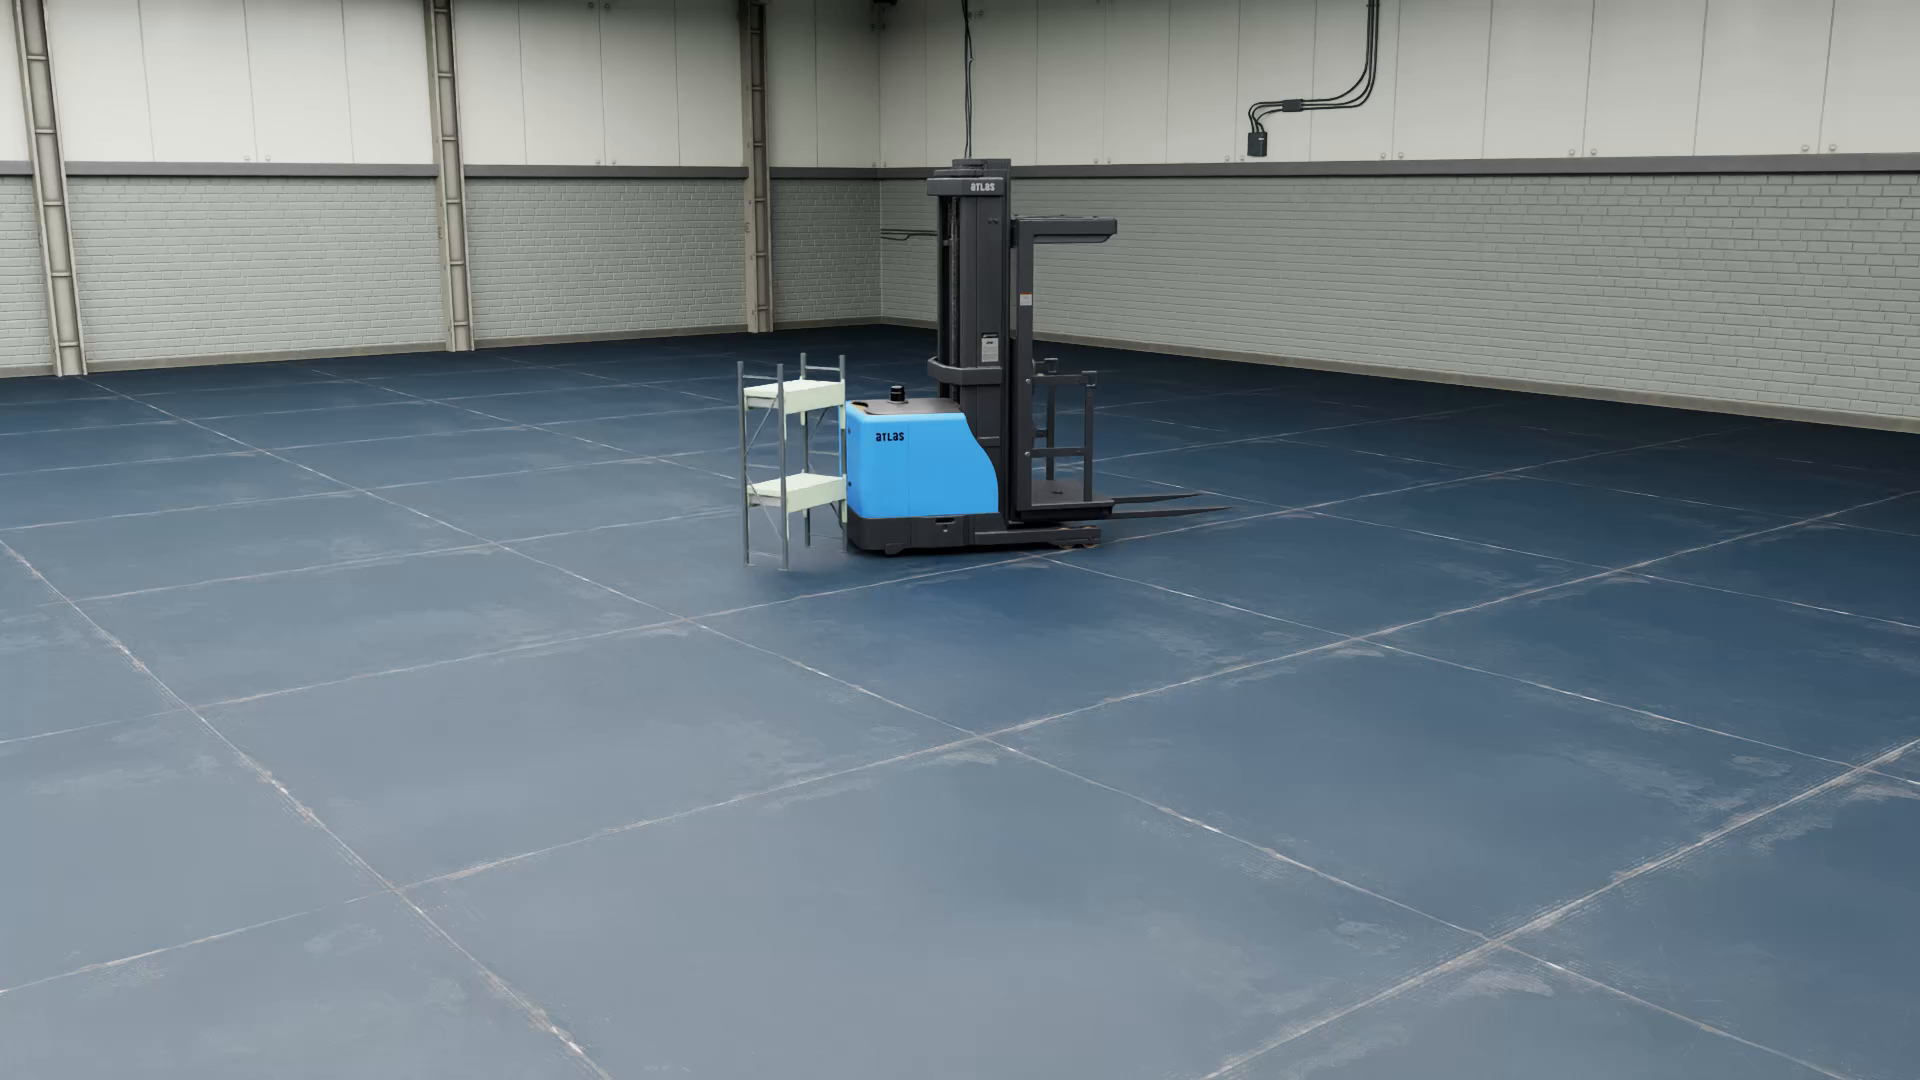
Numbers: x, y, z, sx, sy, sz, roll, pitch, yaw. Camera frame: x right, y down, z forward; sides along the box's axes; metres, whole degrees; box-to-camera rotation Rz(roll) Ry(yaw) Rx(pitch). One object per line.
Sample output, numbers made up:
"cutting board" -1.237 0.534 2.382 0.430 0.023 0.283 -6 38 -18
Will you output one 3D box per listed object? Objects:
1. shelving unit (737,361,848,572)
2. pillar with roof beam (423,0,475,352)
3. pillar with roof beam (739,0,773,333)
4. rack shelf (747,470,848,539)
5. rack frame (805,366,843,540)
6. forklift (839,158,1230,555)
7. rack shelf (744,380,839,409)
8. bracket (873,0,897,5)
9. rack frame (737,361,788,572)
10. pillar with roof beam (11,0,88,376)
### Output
"shelving unit" -1.226 -0.592 12.300 0.431 1.500 0.748 7 14 32
"pillar with roof beam" -5.844 -6.942 24.159 0.400 9.000 9.100 -9 15 -38
"pillar with roof beam" -1.158 -7.721 27.825 0.400 9.000 9.100 -9 15 -38
"rack shelf" -1.223 -0.273 12.369 0.431 0.370 0.720 7 14 32
"rack frame" -1.027 -0.657 12.604 0.380 1.308 0.010 7 14 32
"forklift" 0.605 -1.465 12.972 3.031 2.935 1.130 -3 12 -14
"rack shelf" -1.226 -1.070 12.203 0.368 0.124 0.686 7 14 32
"bracket" -1.451 -10.484 32.170 0.430 0.232 0.235 -9 15 -38
"rack frame" -1.422 -0.529 12.001 0.400 1.500 0.023 7 14 32
"pillar with roof beam" -10.529 -6.164 20.492 0.400 9.000 9.100 -9 15 -38
